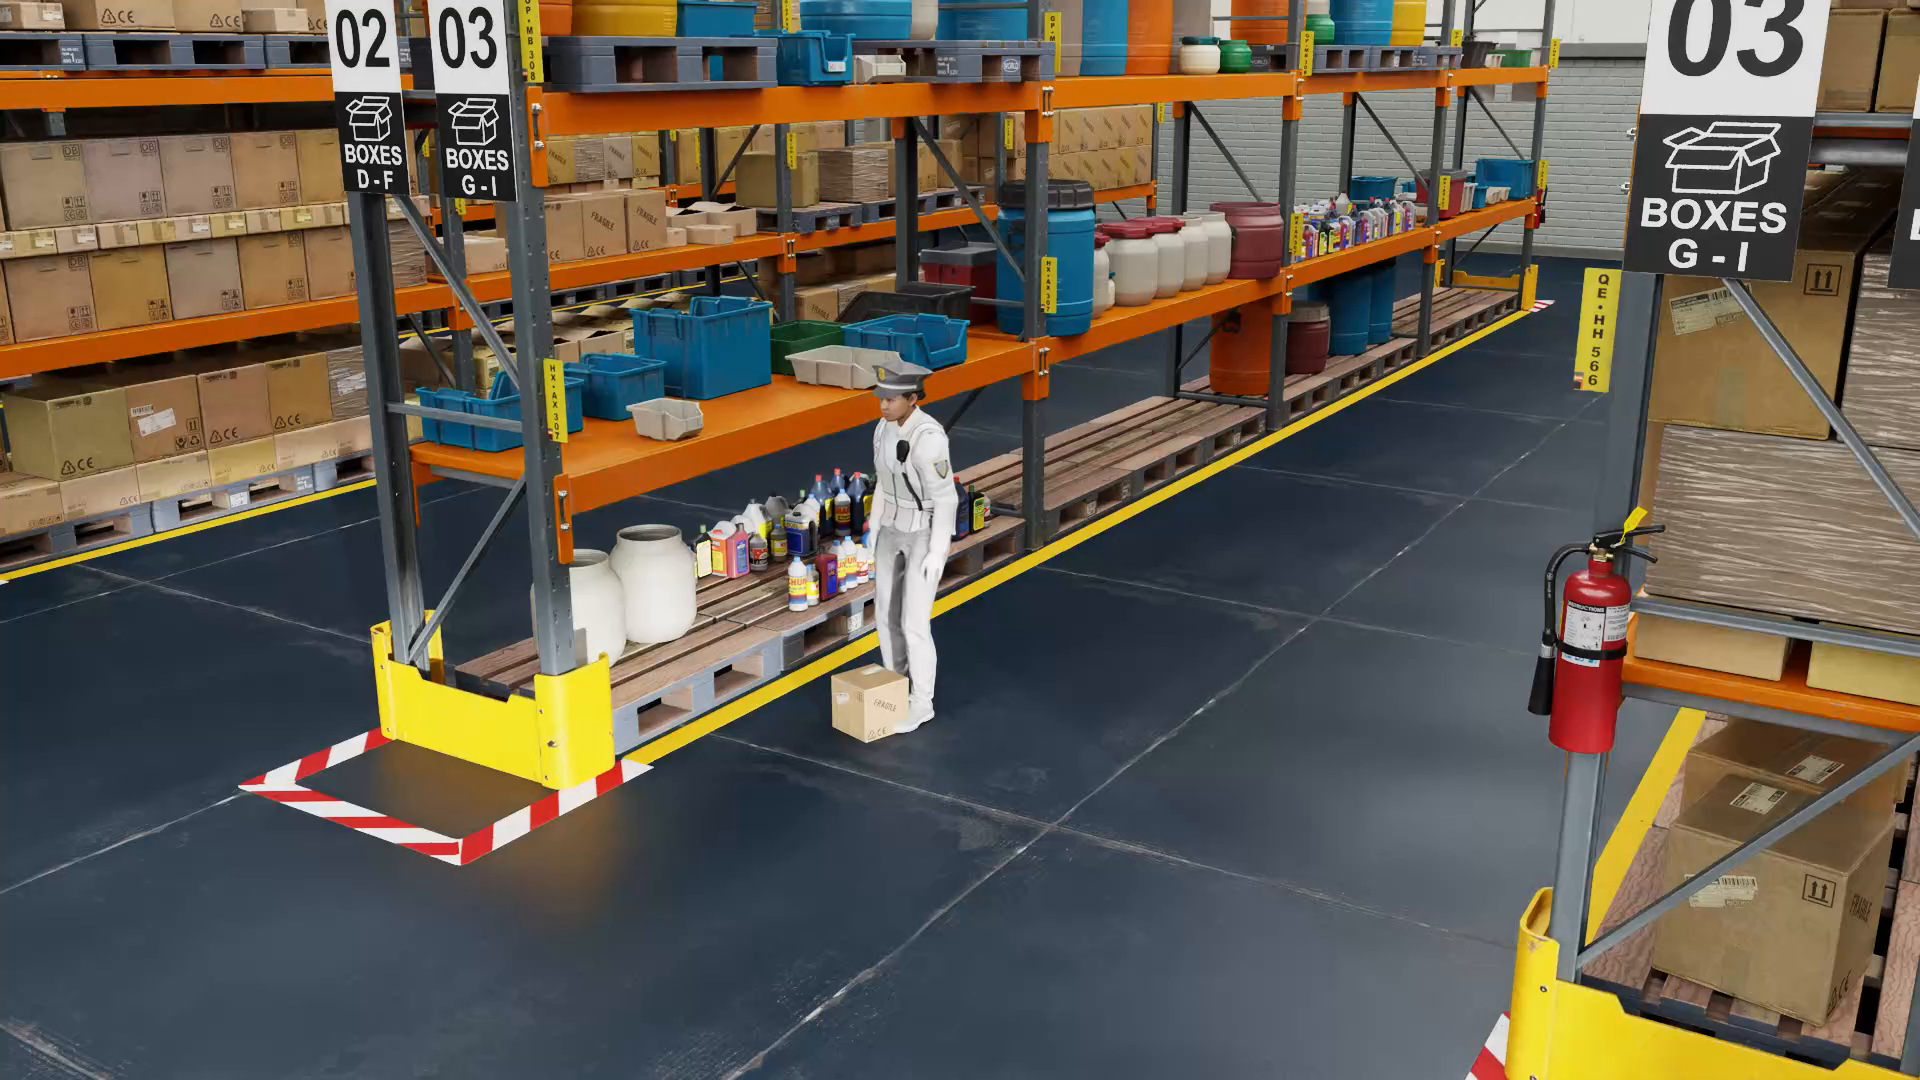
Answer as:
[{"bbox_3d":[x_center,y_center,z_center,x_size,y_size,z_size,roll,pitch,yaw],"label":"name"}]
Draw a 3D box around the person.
[{"bbox_3d":[-0.243,0.015,7.478,0.410,1.663,0.525,-13,21,-38],"label":"person"}]
